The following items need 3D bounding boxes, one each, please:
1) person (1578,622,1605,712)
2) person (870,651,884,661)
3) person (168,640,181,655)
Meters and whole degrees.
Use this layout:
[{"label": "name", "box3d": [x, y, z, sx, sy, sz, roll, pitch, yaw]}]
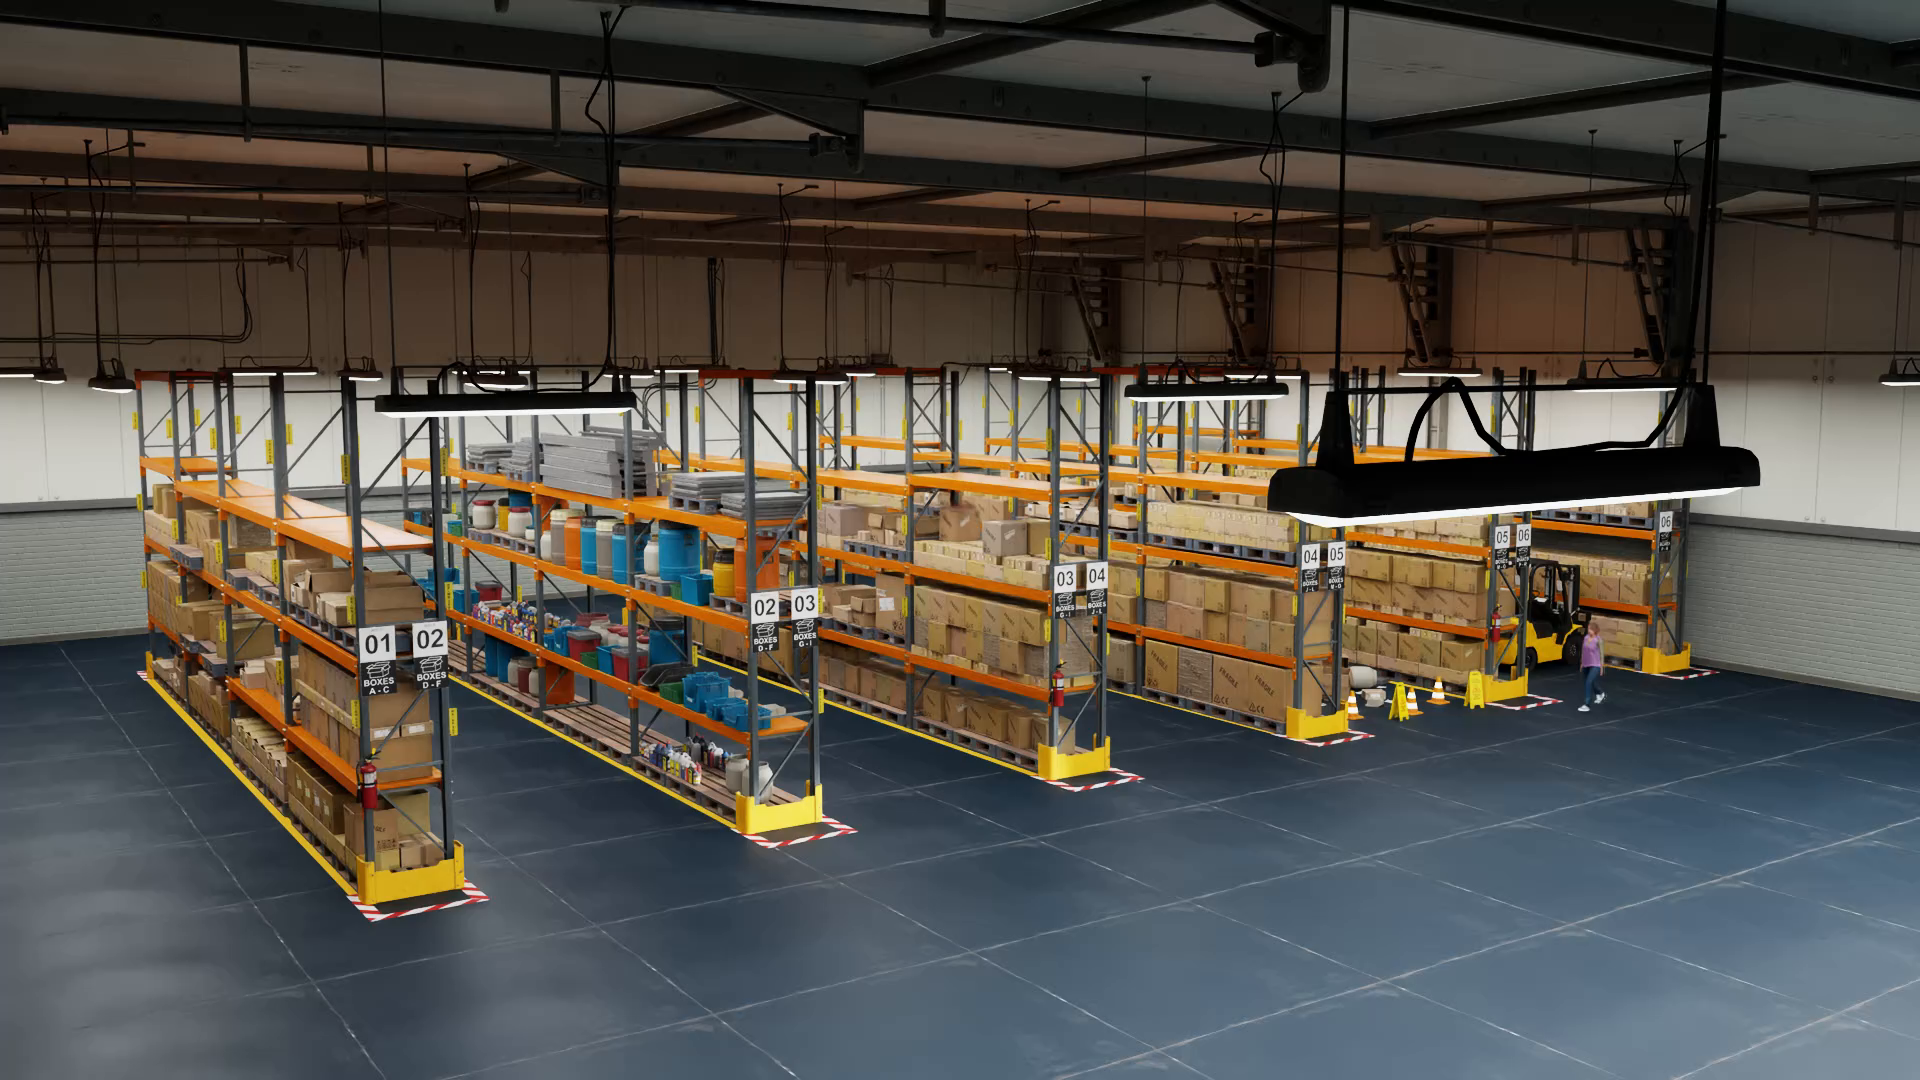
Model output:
[{"label": "person", "box3d": [11.224, 2.223, 29.430, 0.847, 1.559, 0.415, -4, 8, -32]}, {"label": "person", "box3d": [-1.595, 1.821, 32.986, 0.421, 1.563, 0.768, -5, 8, -35]}, {"label": "person", "box3d": [-16.095, 1.606, 34.209, 0.604, 1.709, 0.548, 1, 7, 9]}]
